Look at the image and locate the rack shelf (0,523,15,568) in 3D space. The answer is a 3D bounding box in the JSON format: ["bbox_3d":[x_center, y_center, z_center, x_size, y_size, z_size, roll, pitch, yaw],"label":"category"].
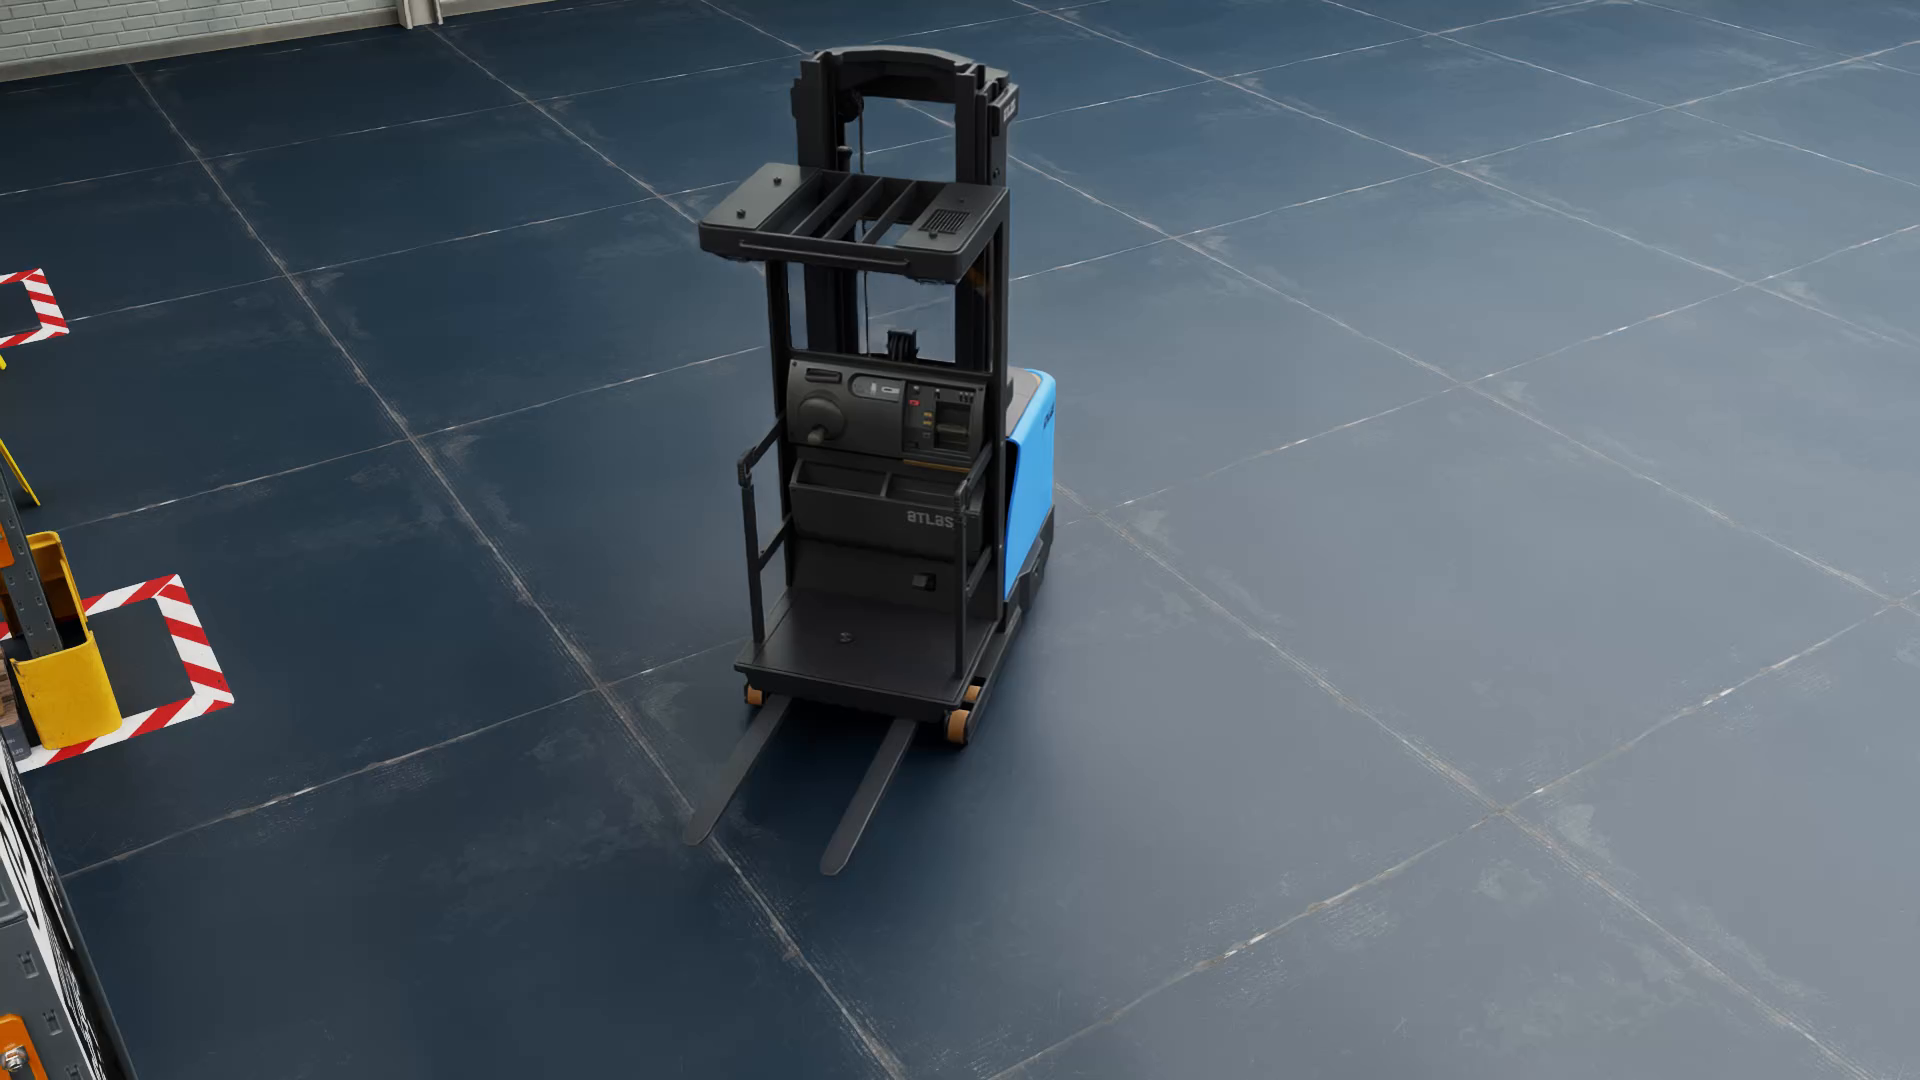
[{"bbox_3d":[-6.100,0.298,6.640,4.000,0.370,1.077,-19,37,-27],"label":"rack shelf"}]

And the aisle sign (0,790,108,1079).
[{"bbox_3d":[-1.602,0.686,2.914,0.004,0.787,0.394,-19,37,-27],"label":"aisle sign"}]

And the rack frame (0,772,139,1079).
[{"bbox_3d":[-1.817,1.669,3.793,0.127,3.000,1.000,-19,37,-27],"label":"rack frame"}]

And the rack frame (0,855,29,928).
[{"bbox_3d":[-1.817,-0.868,2.192,0.127,3.000,1.000,-19,37,-27],"label":"rack frame"}]

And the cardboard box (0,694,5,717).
[{"bbox_3d":[-4.954,0.362,7.462,0.875,0.875,0.875,-19,37,-27],"label":"cardboard box"}]

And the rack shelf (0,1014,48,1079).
[{"bbox_3d":[-3.498,1.283,2.268,4.000,0.370,1.077,-19,37,-27],"label":"rack shelf"}]

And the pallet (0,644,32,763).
[{"bbox_3d":[-5.049,0.861,7.687,1.213,0.211,1.003,-19,37,-27],"label":"pallet"}]

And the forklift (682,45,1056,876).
[{"bbox_3d":[-0.397,-0.525,7.335,1.130,2.935,3.031,9,33,14],"label":"forklift"}]

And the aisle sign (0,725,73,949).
[{"bbox_3d":[-1.927,0.417,3.341,0.004,0.787,0.394,-19,37,-27],"label":"aisle sign"}]

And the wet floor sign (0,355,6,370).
[{"bbox_3d":[-6.447,-1.354,10.792,0.232,0.644,0.267,-7,33,-11],"label":"wet floor sign"}]

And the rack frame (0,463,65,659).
[{"bbox_3d":[-4.419,-0.584,7.365,0.127,3.000,1.000,-19,37,-27],"label":"rack frame"}]

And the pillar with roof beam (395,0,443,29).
[{"bbox_3d":[-3.577,-7.544,12.775,0.400,9.000,9.100,-19,37,-27],"label":"pillar with roof beam"}]

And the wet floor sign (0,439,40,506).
[{"bbox_3d":[-5.468,-0.485,9.414,0.232,0.644,0.267,-26,41,-35],"label":"wet floor sign"}]

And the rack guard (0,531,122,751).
[{"bbox_3d":[-4.399,0.466,8.043,0.348,0.500,1.175,-19,37,-27],"label":"rack guard"}]
